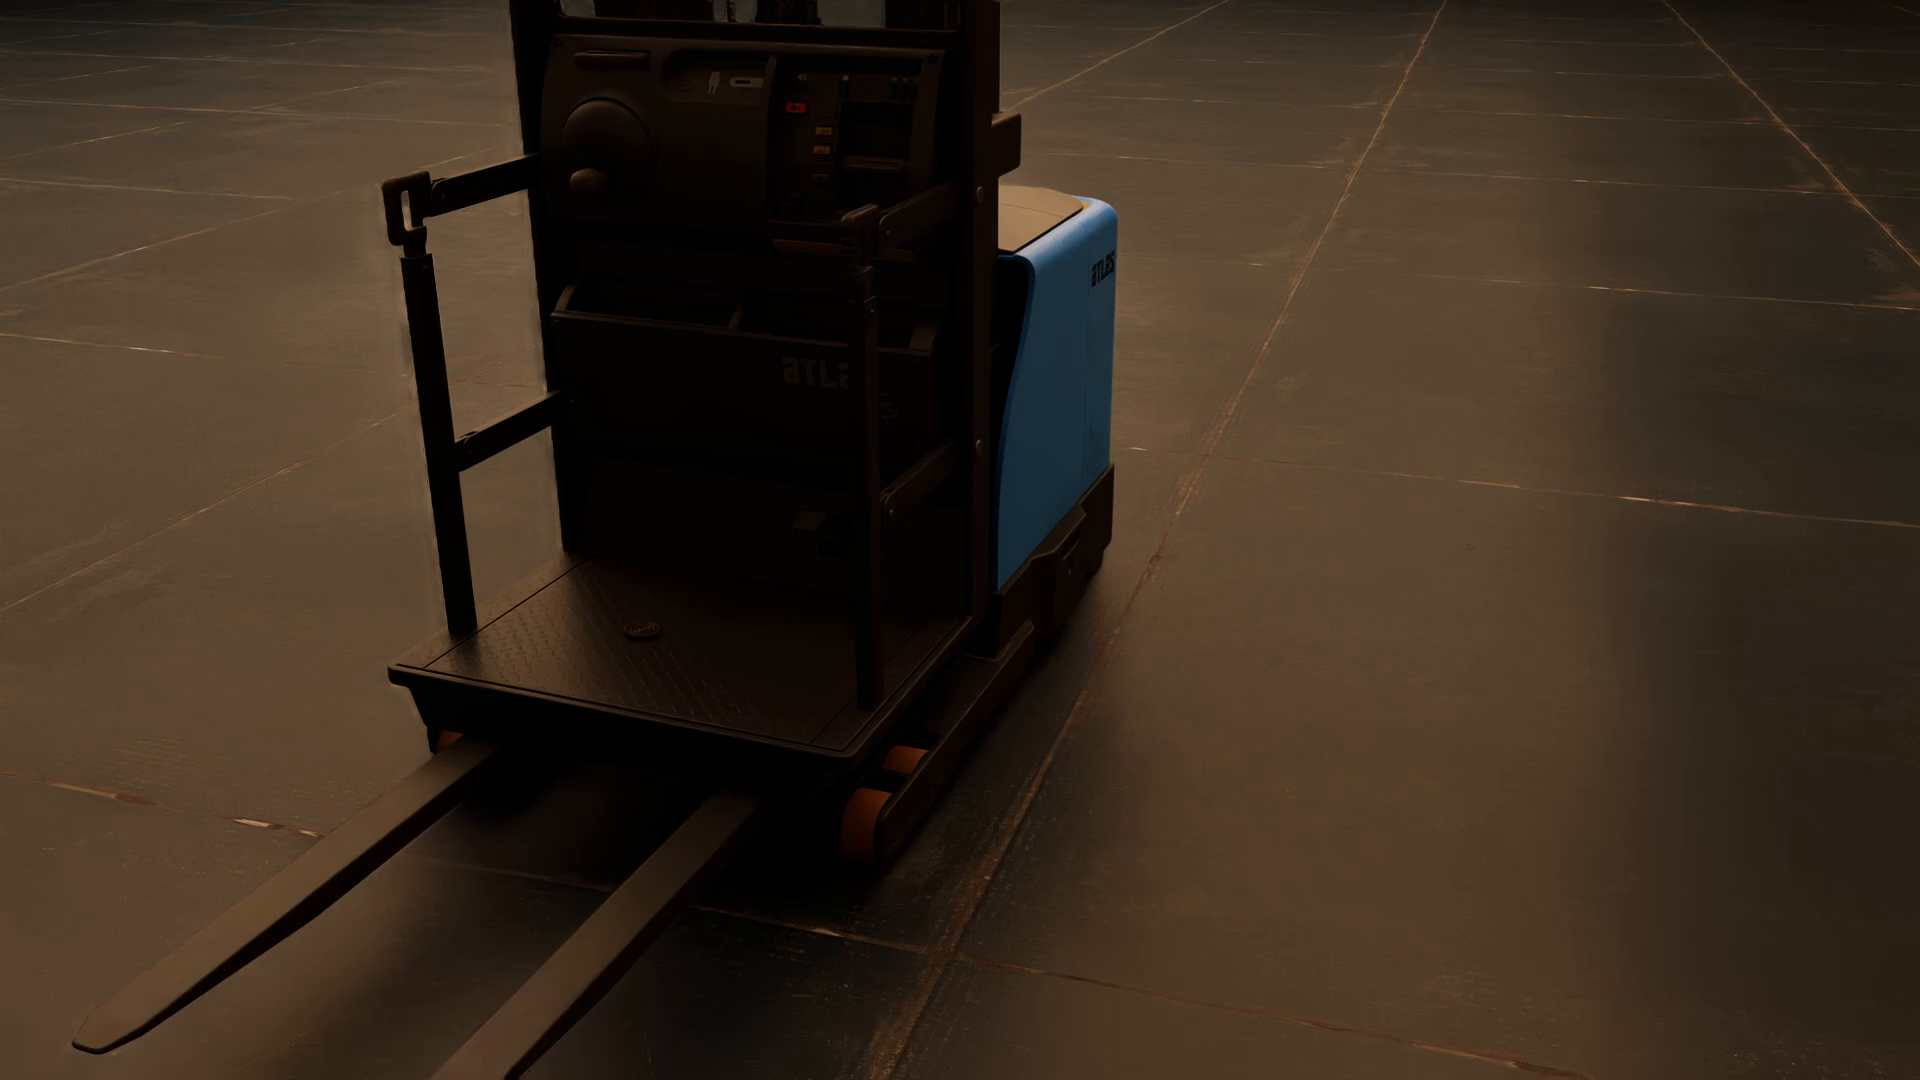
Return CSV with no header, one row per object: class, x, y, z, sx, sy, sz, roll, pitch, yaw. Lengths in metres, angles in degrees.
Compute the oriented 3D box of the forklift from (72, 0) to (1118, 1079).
forklift,-0.549,-0.850,3.339,1.130,2.935,3.031,8,24,19
